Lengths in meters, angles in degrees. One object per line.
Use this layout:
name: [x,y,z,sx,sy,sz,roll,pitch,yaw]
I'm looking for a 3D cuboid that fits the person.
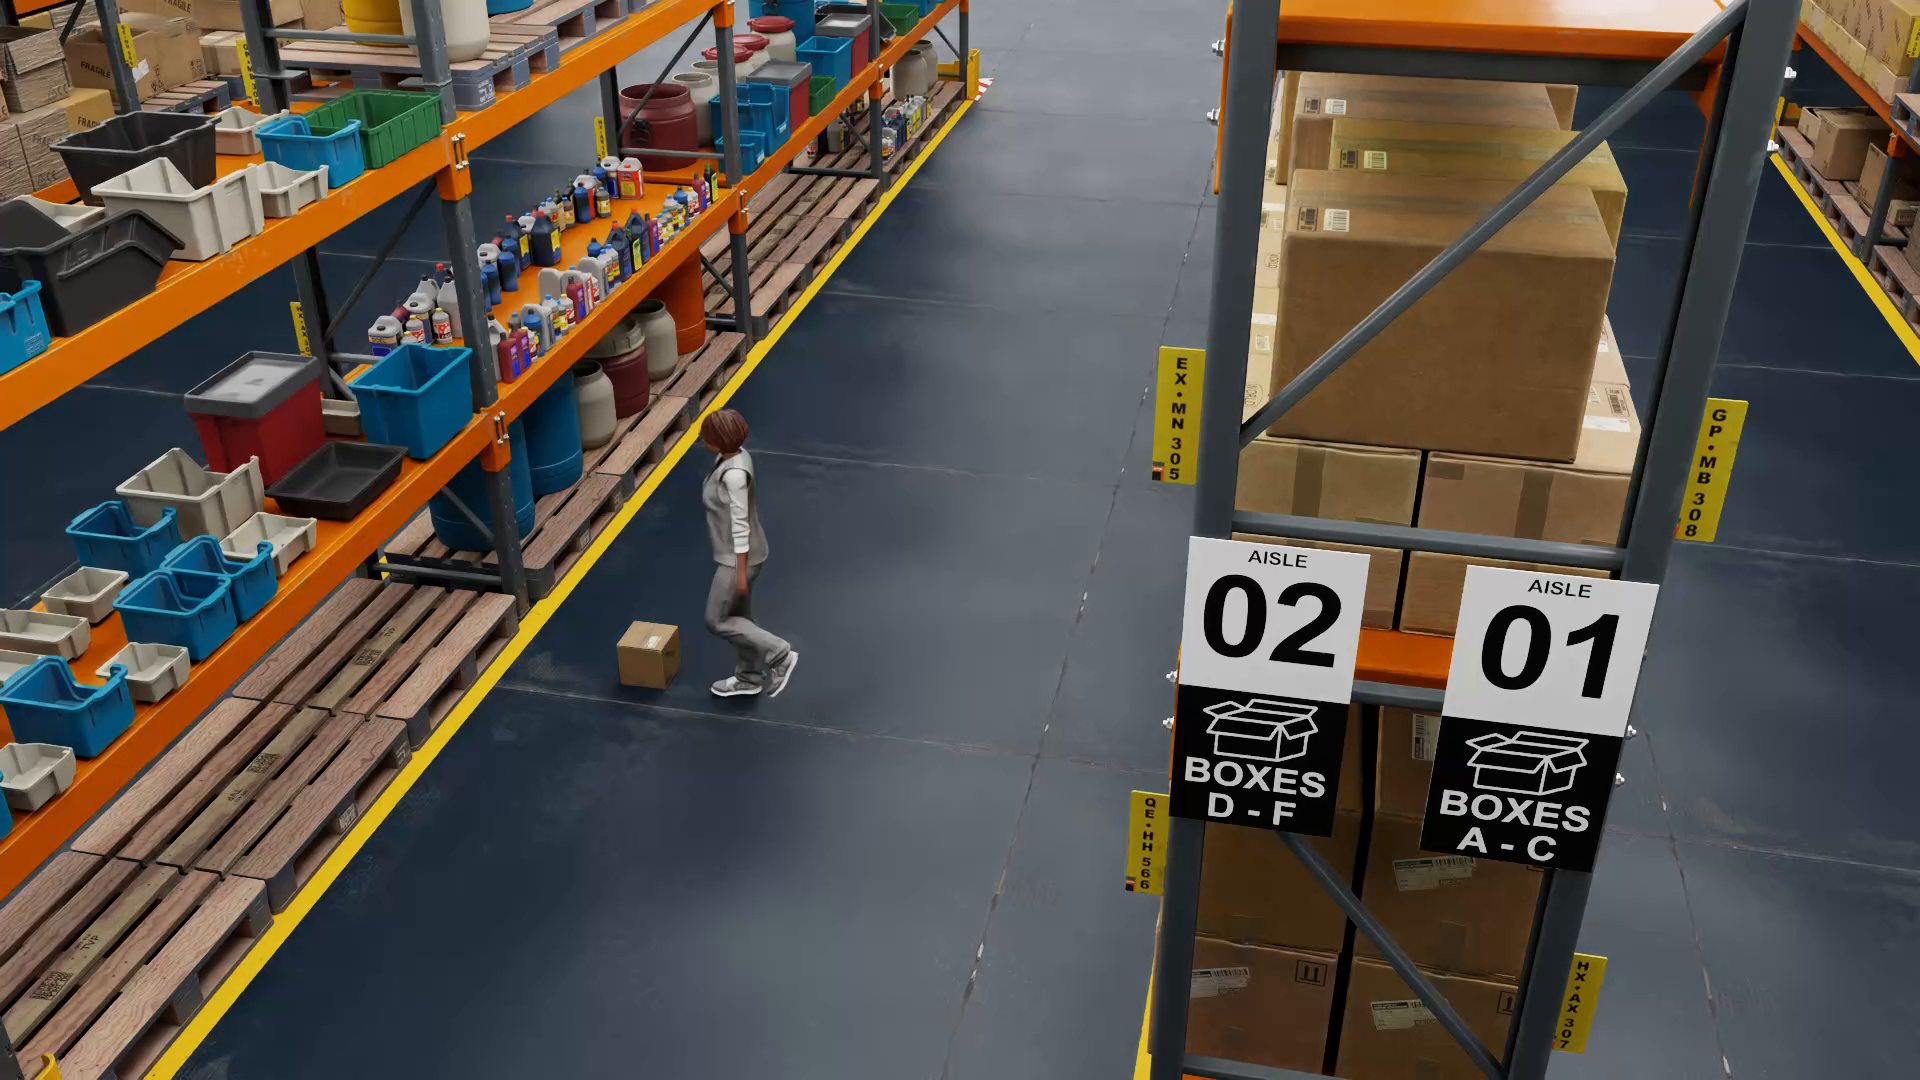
person: [-1.085,0.083,8.434,0.464,1.596,0.464,-3,29,-5]
